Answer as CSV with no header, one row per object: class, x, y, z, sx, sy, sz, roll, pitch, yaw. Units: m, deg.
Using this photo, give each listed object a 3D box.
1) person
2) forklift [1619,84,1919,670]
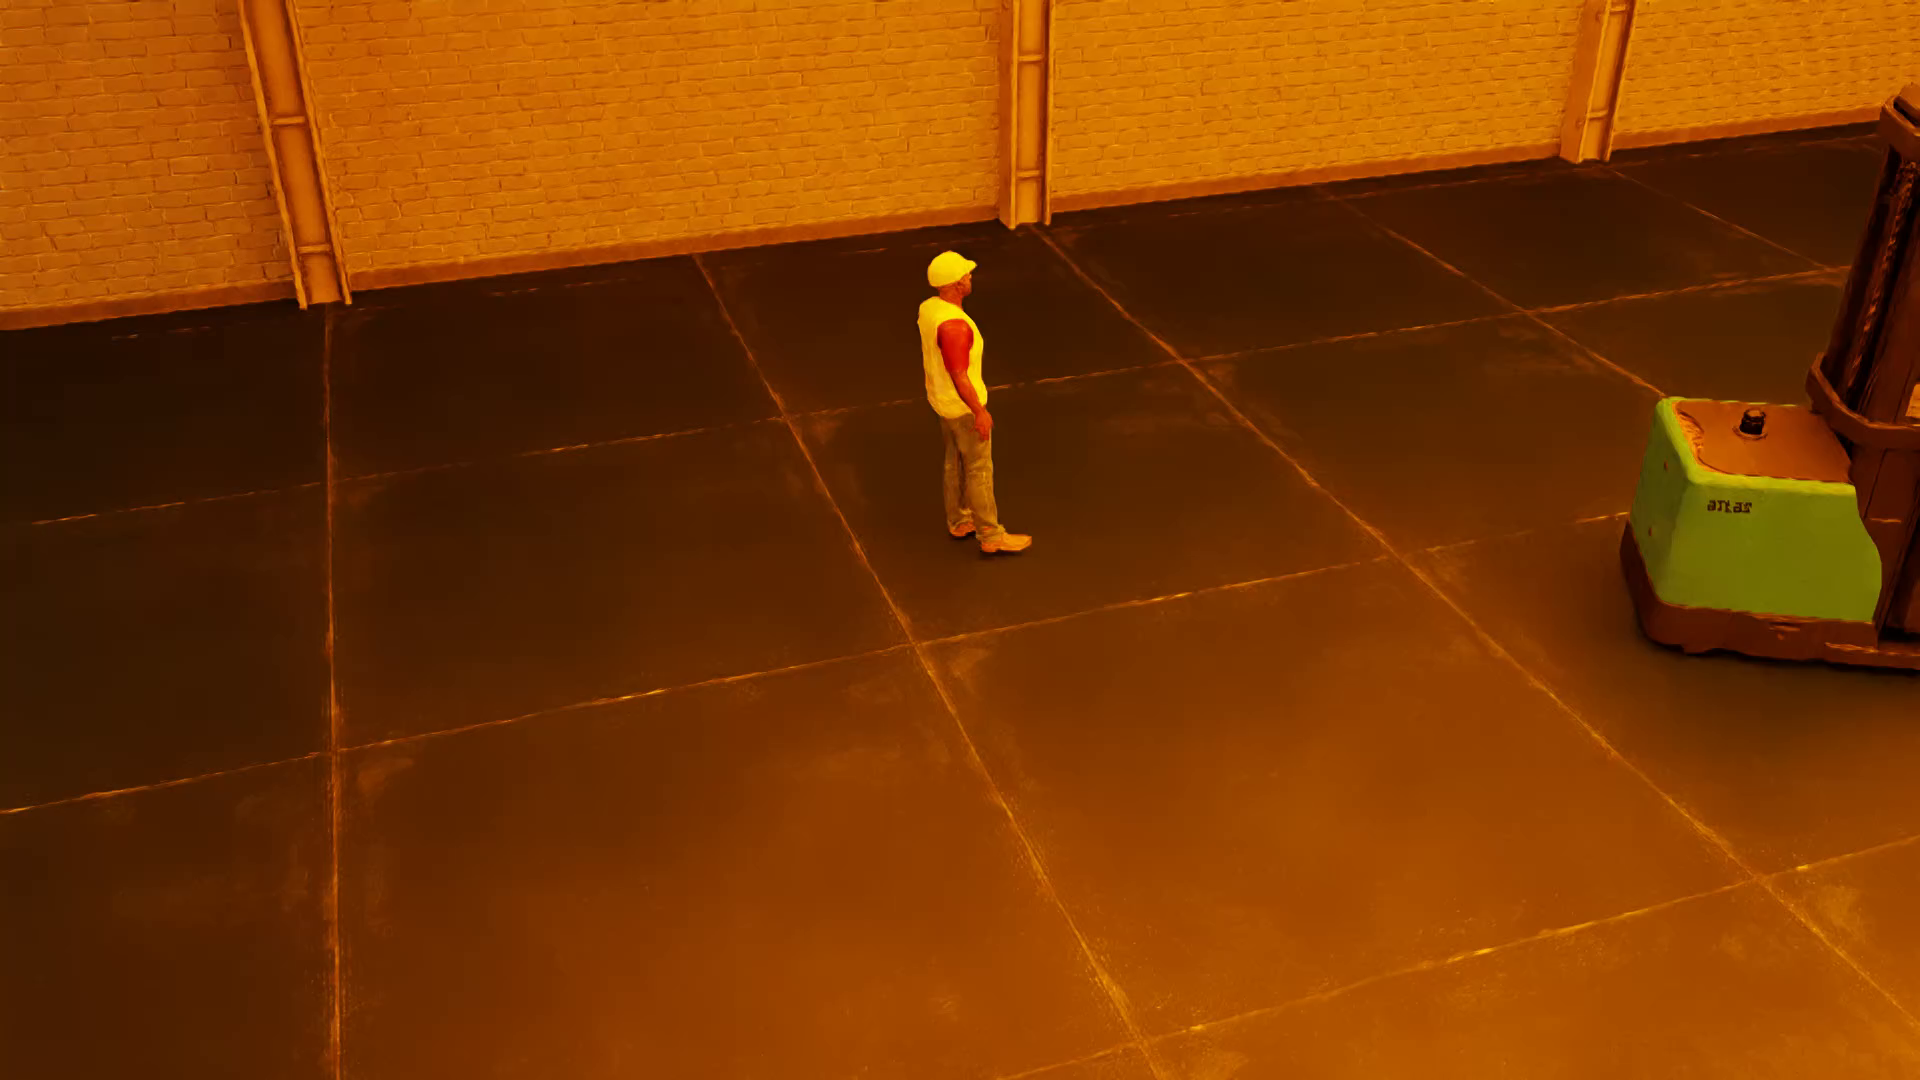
person,0.068,-0.812,9.579,0.575,1.760,0.665,-10,31,-16
forklift,5.279,-0.785,8.452,3.031,2.935,1.130,5,30,9
